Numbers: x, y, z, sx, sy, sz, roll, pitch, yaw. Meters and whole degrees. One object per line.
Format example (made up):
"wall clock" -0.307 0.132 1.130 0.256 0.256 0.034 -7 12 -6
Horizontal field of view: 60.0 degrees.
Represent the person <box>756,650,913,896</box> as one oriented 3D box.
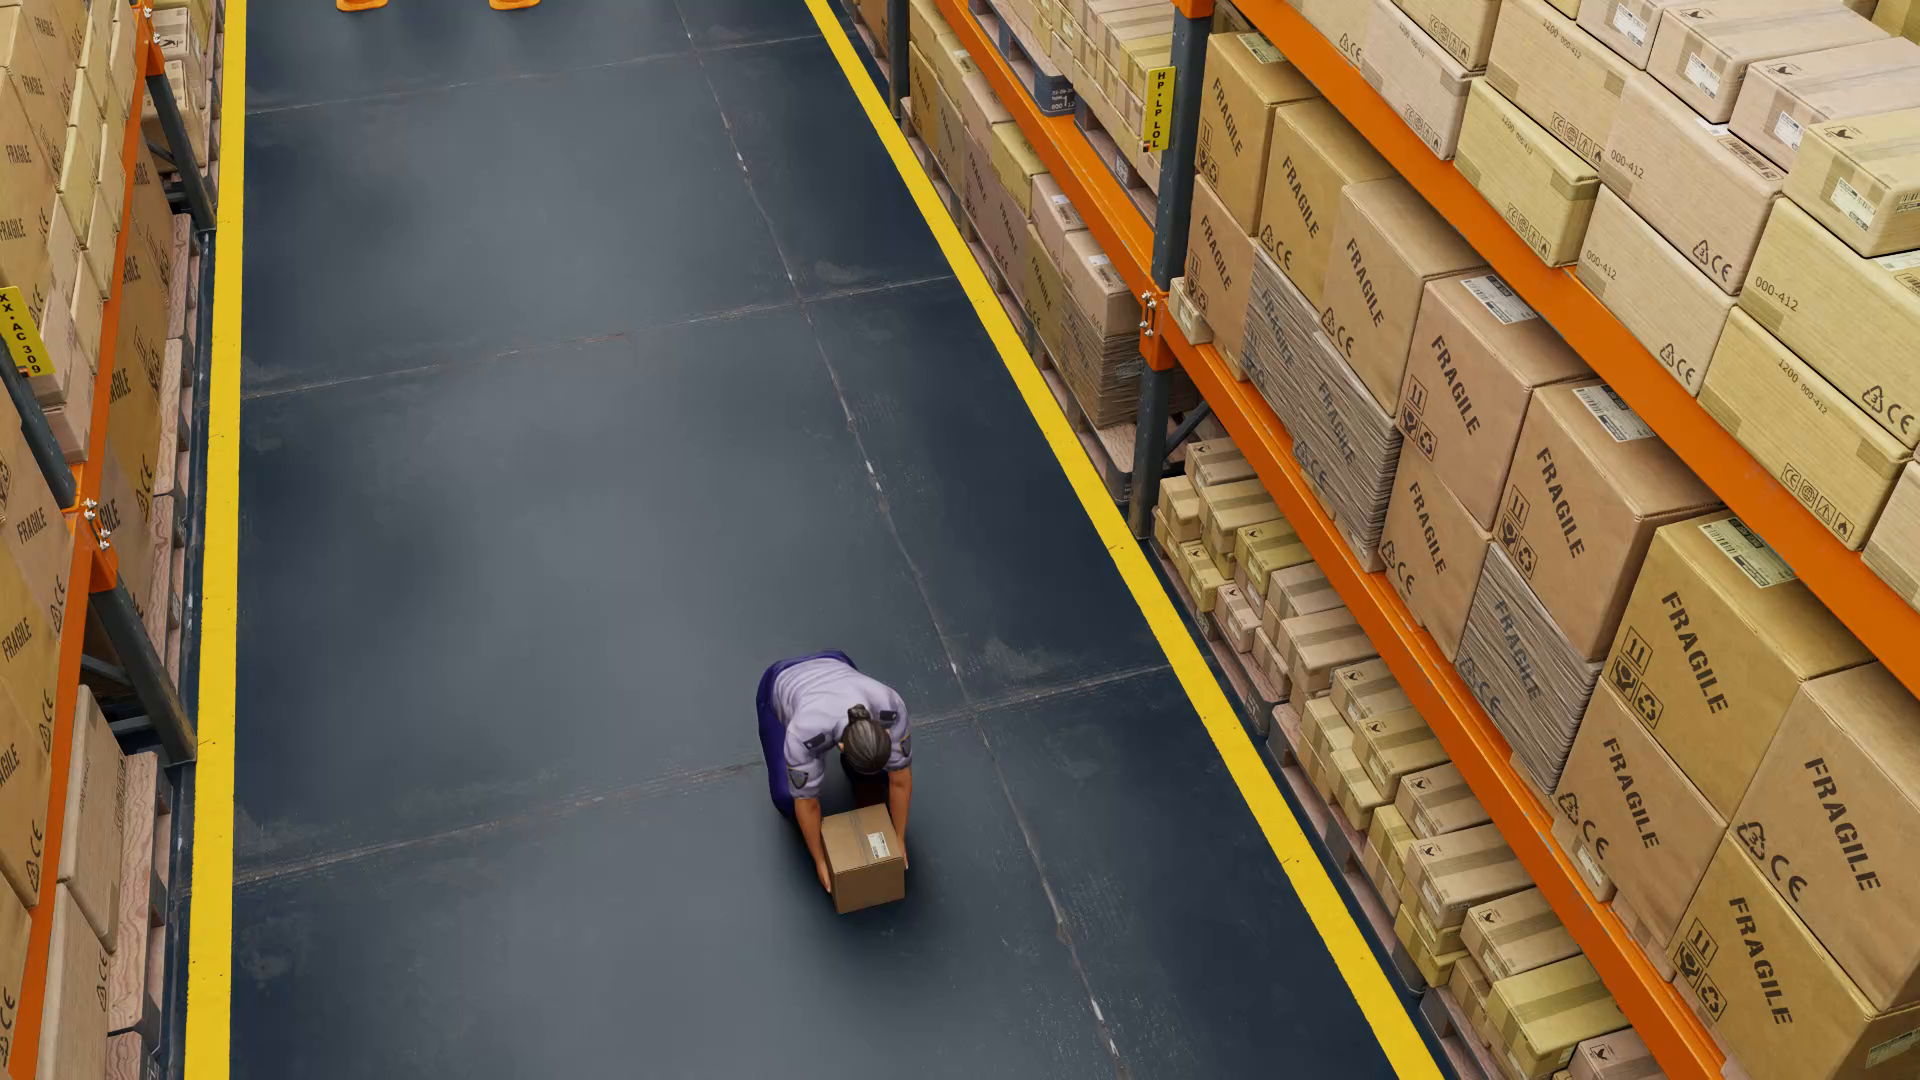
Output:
"person" -0.461 0.727 6.013 0.516 0.804 0.822 -12 44 -13
